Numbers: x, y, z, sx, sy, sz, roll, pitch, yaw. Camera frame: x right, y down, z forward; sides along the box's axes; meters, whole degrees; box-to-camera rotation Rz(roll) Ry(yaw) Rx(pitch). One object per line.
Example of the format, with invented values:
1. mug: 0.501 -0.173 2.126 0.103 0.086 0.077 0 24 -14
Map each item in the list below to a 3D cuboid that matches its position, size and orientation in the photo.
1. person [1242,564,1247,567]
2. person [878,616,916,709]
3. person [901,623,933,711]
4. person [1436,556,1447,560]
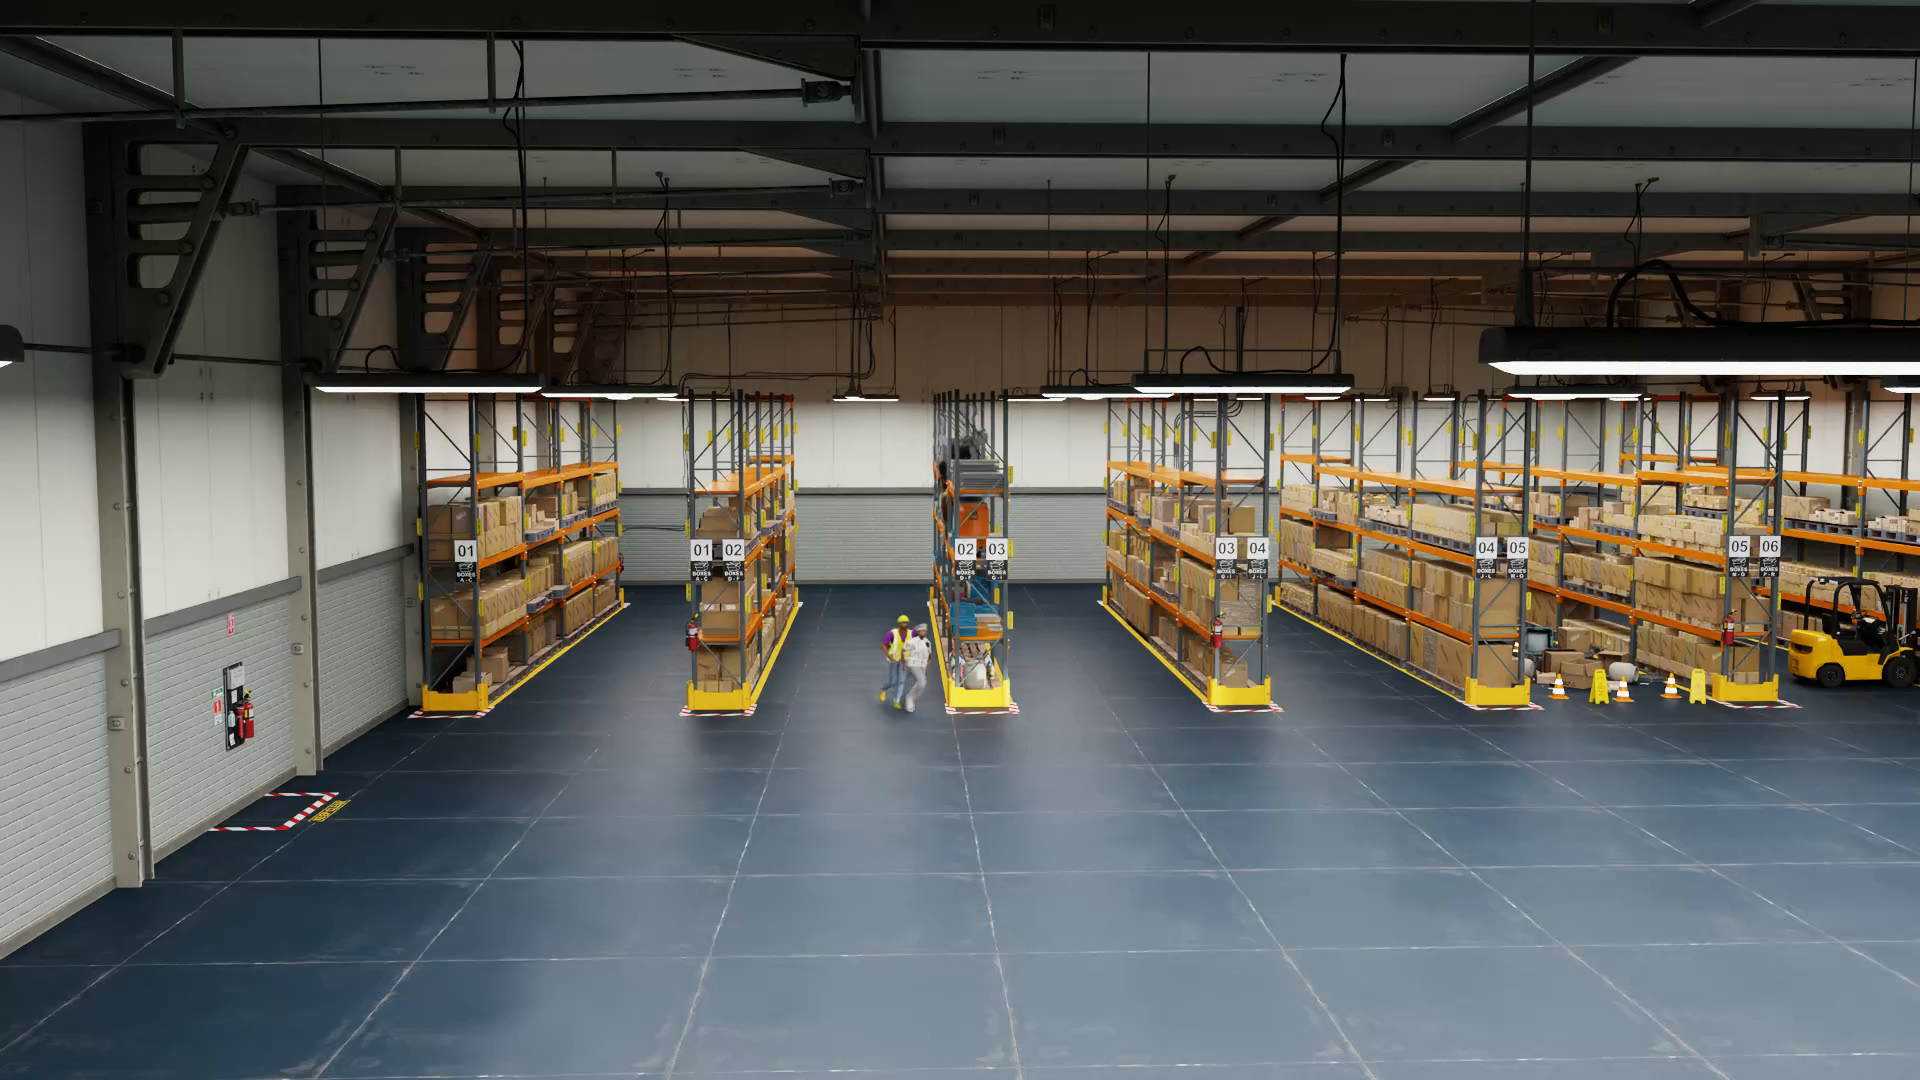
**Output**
1. person: 7.886 1.055 46.652 0.732 1.730 0.854 0 5 4
2. person: -1.133 2.287 31.607 0.751 1.729 0.738 -2 5 -22
3. person: -0.739 2.376 30.981 0.592 1.626 0.570 -3 6 -36
4. person: 14.287 0.911 49.391 0.524 1.571 0.676 1 5 12
